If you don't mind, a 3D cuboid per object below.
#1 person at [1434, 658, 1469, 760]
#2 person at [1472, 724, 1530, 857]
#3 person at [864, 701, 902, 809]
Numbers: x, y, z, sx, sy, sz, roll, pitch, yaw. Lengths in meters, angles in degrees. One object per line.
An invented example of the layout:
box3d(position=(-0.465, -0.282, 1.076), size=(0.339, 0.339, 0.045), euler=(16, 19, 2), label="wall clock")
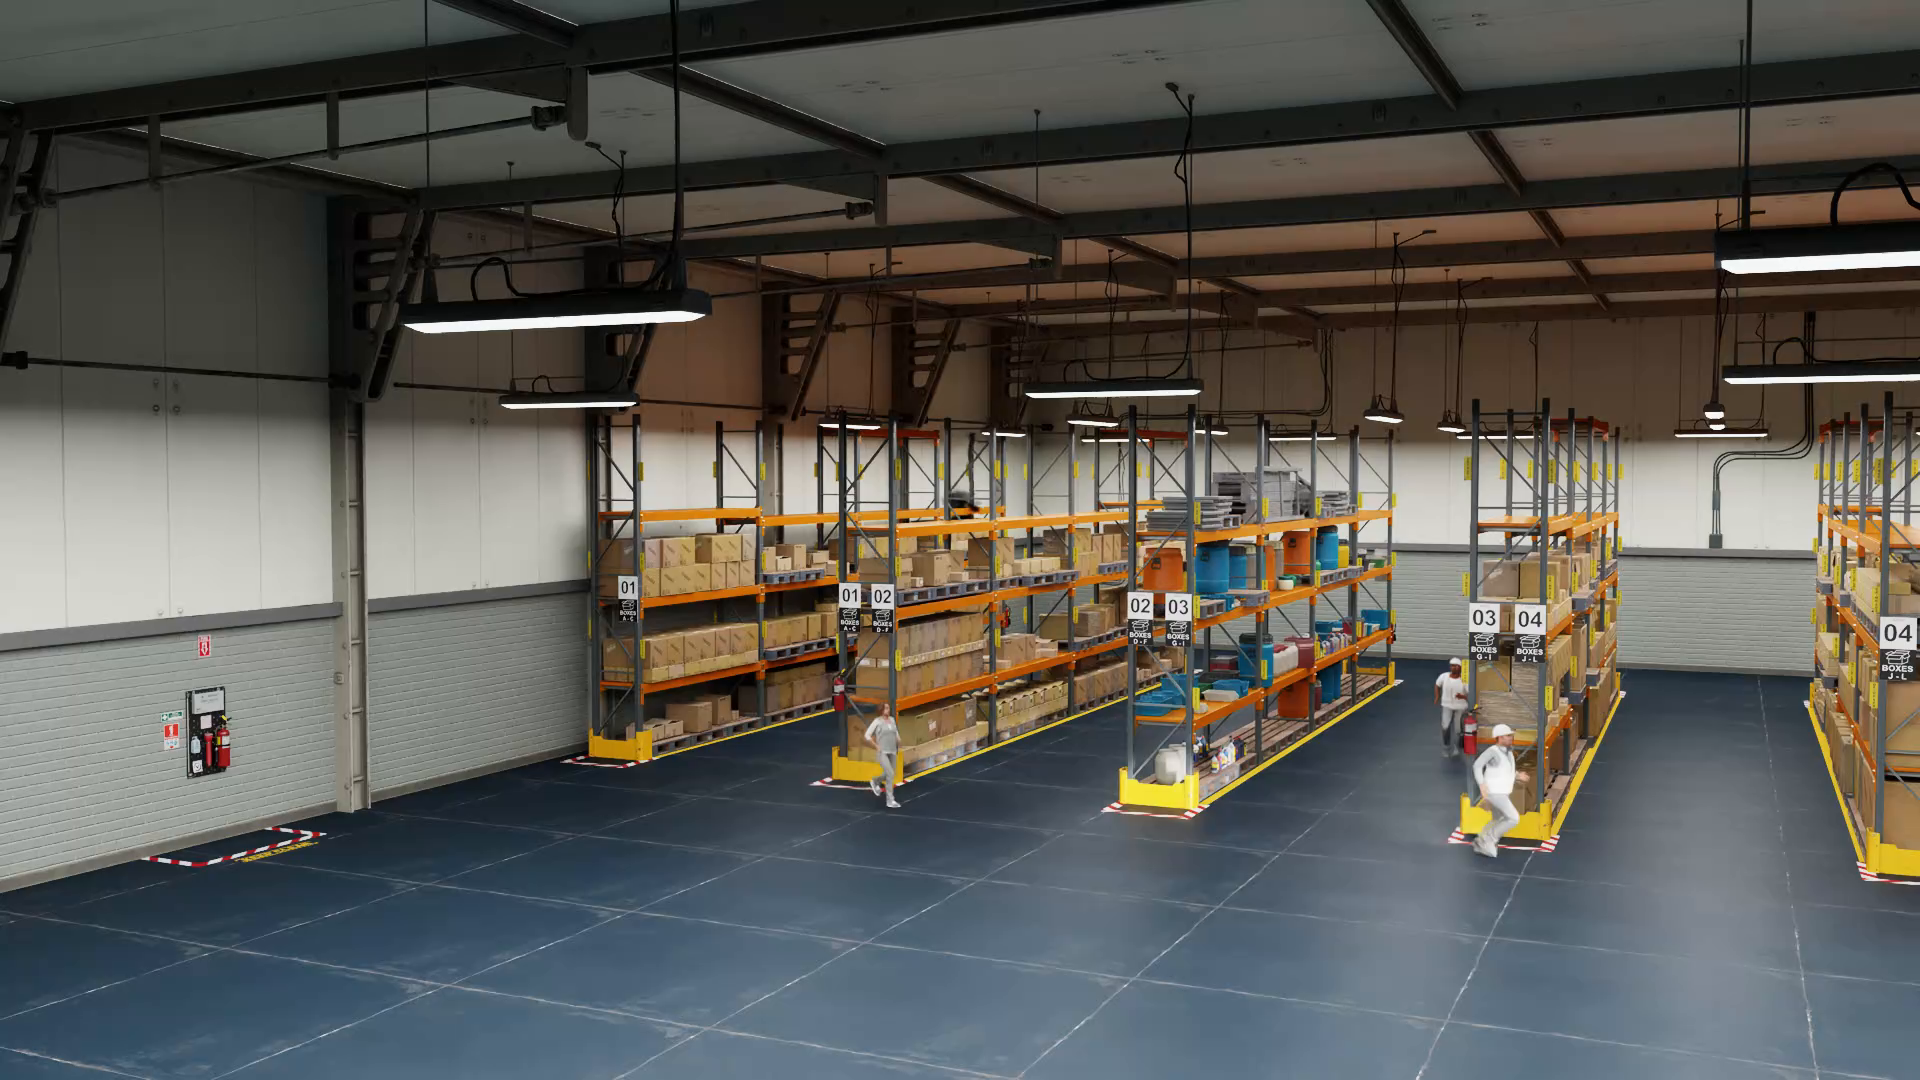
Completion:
box3d(position=(8.580, 2.933, 28.919), size=(0.677, 1.773, 0.701), euler=(1, 3, 22), label="person")
box3d(position=(6.991, 3.241, 21.534), size=(0.715, 1.716, 0.652), euler=(2, 3, 40), label="person")
box3d(position=(-1.144, 3.193, 24.877), size=(0.547, 1.563, 0.755), euler=(-2, 3, -42), label="person")
